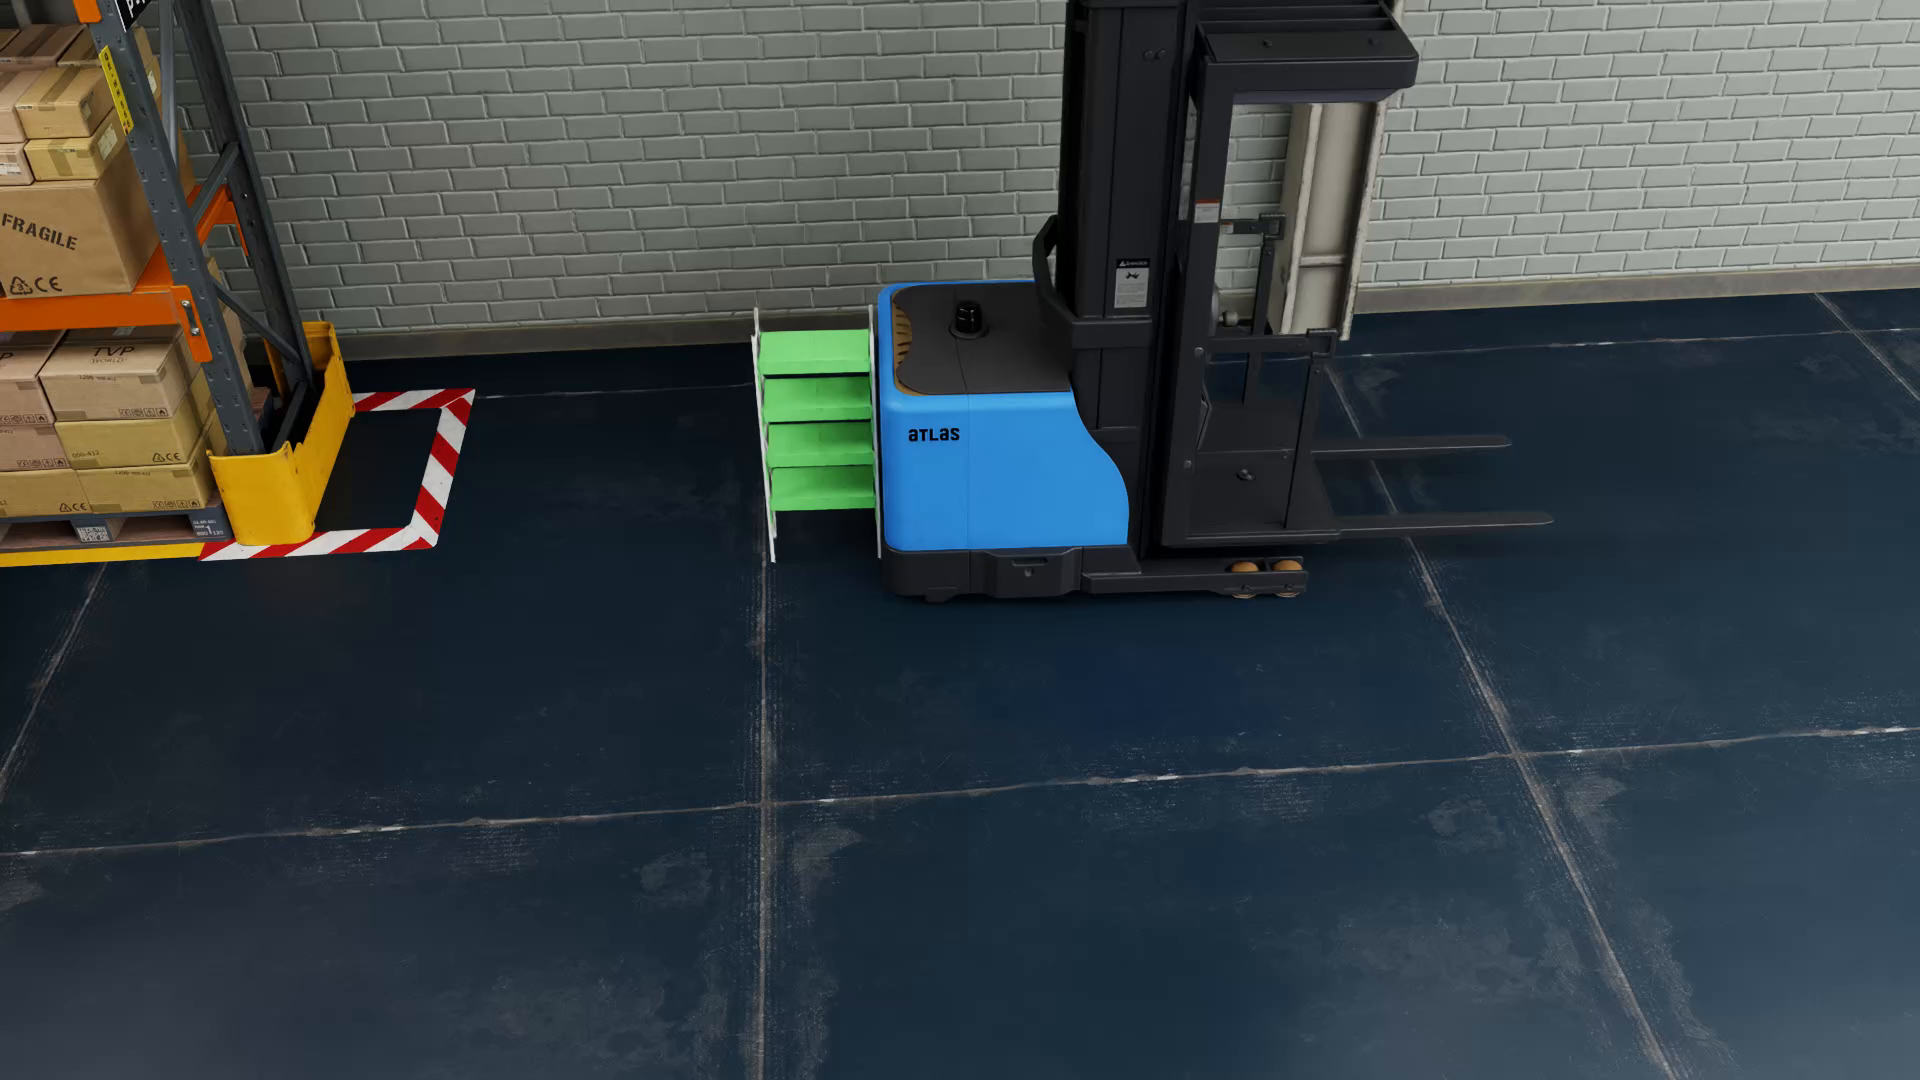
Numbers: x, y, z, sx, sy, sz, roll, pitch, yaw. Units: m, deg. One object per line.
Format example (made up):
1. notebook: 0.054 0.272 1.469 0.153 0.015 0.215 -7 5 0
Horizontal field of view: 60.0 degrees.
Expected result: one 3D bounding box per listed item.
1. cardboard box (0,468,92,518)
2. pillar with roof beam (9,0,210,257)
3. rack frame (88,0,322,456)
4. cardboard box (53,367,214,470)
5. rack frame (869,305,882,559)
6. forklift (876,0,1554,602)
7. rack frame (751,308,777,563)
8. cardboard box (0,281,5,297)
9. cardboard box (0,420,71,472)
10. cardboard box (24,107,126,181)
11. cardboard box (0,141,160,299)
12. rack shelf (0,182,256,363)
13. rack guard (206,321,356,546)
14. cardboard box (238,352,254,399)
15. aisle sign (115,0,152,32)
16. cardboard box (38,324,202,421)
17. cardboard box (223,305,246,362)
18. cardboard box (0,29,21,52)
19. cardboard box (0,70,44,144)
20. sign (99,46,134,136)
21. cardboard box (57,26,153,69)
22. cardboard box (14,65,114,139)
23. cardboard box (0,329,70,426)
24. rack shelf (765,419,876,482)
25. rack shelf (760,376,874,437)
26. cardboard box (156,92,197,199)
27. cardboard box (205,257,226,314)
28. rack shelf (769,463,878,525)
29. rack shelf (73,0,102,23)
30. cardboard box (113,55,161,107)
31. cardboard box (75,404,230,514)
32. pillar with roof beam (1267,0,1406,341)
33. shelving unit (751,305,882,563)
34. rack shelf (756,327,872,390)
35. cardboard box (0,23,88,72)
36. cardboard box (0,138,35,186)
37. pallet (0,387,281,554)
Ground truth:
1. cardboard box: -4.210 -0.357 7.662 0.500 0.250 0.500 -3 38 -4
2. pillar with roof beam: -3.666 -1.731 2.679 0.400 9.000 9.100 -3 38 -4
3. rack frame: -3.274 -1.514 7.247 0.127 3.000 1.000 -3 38 -4
4. cardboard box: -3.731 -0.576 7.535 0.500 0.250 0.500 -4 38 -5
5. rack frame: -0.374 -0.457 7.360 0.015 1.200 0.240 -2 38 -2
6. forklift: 1.151 -1.217 6.926 3.031 2.935 1.130 -2 38 -2
7. rack frame: -0.861 -0.441 7.340 0.015 1.200 0.240 -2 38 -2
8. cardboard box: -4.258 -1.341 6.948 0.500 0.500 0.500 -2 38 -3
9. cardboard box: -4.231 -0.555 7.509 0.500 0.250 0.500 -3 38 -4
10. cardboard box: -3.594 -1.616 6.772 0.250 0.149 0.380 -3 38 -3
11. cardboard box: -3.740 -1.364 6.976 0.500 0.500 0.500 -4 38 -5
12. rack shelf: -5.266 -1.122 7.331 4.000 0.370 1.077 -3 38 -4
13. rack guard: -3.250 -0.534 8.023 0.348 0.500 1.175 -3 38 -4
14. cardboard box: -3.780 -0.693 8.087 0.500 0.250 0.500 -3 38 -4
15. aisle sign: -3.182 -2.357 6.217 0.004 0.787 0.394 -3 38 -4
16. cardboard box: -3.705 -0.774 7.383 0.500 0.250 0.500 -2 38 -2
17. cardboard box: -3.760 -0.898 7.943 0.500 0.250 0.500 -2 38 -3
18. cardboard box: -4.152 -2.021 7.045 0.250 0.149 0.380 -2 38 -3
19. cardboard box: -3.855 -1.742 6.692 0.250 0.149 0.380 -3 38 -4
20. sign: -3.239 -1.726 6.390 0.005 0.325 0.100 -3 38 -4
21. cardboard box: -3.627 -2.038 7.067 0.250 0.149 0.380 -4 38 -5
22. cardboard box: -3.612 -1.775 6.733 0.250 0.149 0.380 -3 38 -4
23. cardboard box: -4.213 -0.742 7.343 0.500 0.250 0.500 -2 38 -3
24. rack shelf: -0.618 -0.399 7.390 0.480 0.148 0.258 -2 38 -2
25. rack shelf: -0.618 -0.587 7.241 0.480 0.148 0.258 -2 38 -2
26. cardboard box: -3.792 -1.697 7.399 0.500 0.500 0.500 -2 38 -3
27. cardboard box: -3.769 -1.082 7.773 0.500 0.250 0.500 -4 38 -5
28. rack shelf: -0.618 -0.210 7.538 0.480 0.148 0.258 -2 38 -2
29. rack shelf: -5.266 -2.299 6.402 4.000 0.370 1.077 -3 38 -4
30. cardboard box: -3.634 -1.949 7.194 0.250 0.149 0.380 -4 38 -5
31. cardboard box: -3.714 -0.378 7.689 0.500 0.250 0.500 -3 38 -4
32. pillar with roof beam: 2.311 -2.060 3.096 0.400 9.000 9.100 -3 38 -4
33. shelving unit: -0.618 -0.449 7.350 0.503 1.200 0.258 -2 38 -2
34. rack shelf: -0.618 -0.775 7.092 0.480 0.148 0.258 -2 38 -2
35. cardboard box: -3.897 -2.062 7.097 0.250 0.149 0.380 -2 38 -2
36. cardboard box: -3.846 -1.583 6.731 0.250 0.149 0.380 -3 38 -3
37. pallet: -4.032 -0.351 8.025 1.213 0.211 1.003 -3 38 -4
